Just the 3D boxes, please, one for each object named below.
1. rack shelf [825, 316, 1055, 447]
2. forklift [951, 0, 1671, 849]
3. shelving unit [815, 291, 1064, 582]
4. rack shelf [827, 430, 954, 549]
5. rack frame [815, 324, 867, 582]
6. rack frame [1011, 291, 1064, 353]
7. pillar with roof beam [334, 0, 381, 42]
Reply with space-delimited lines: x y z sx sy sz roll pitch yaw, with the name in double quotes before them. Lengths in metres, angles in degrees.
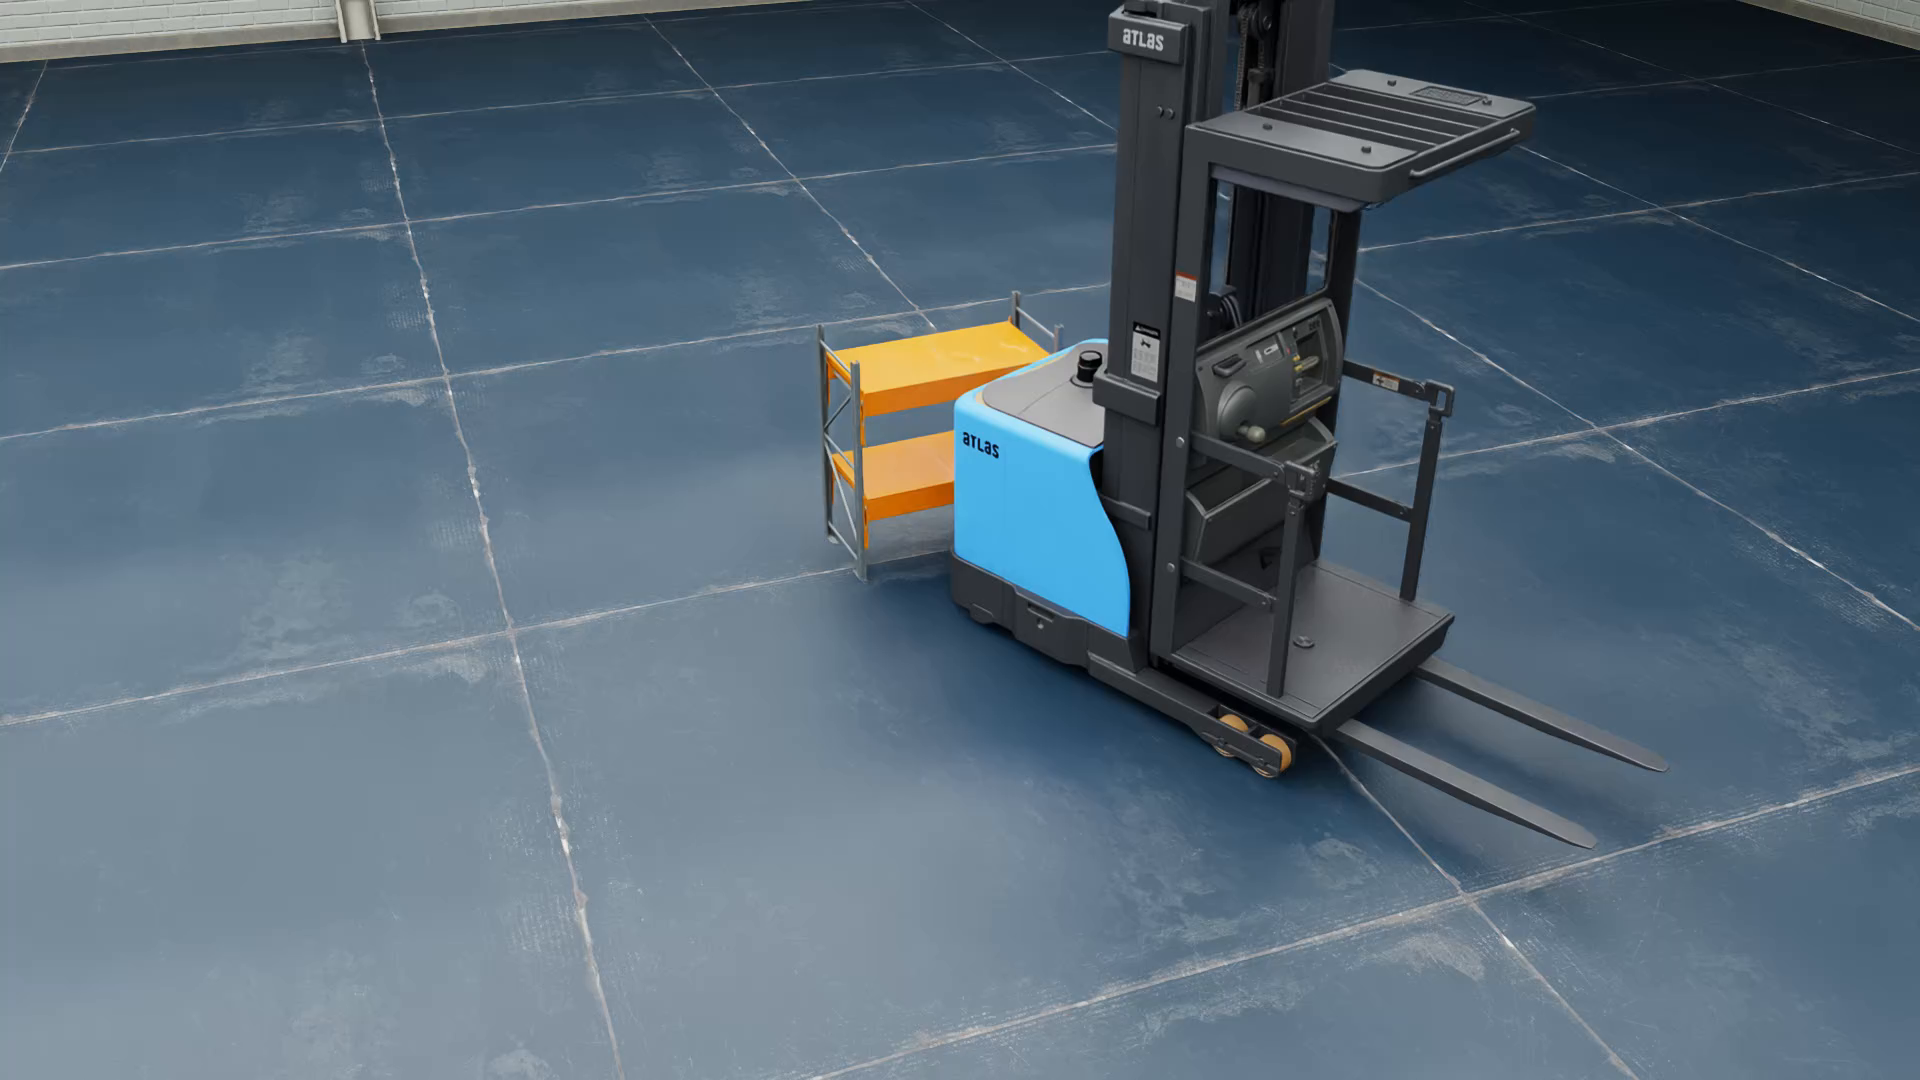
"rack shelf" -0.095 -0.762 7.860 1.000 0.278 0.538 -13 32 -21
"forklift" 1.371 -0.625 6.385 3.031 2.935 1.130 25 38 37
"shelving unit" -0.095 -0.508 8.004 1.048 1.125 0.538 -13 32 -21
"rack shelf" -0.095 -0.295 8.126 1.000 0.278 0.538 -13 32 -21
"rack frame" -0.559 -0.404 7.823 0.032 1.125 0.500 -13 32 -21
"rack frame" 0.368 -0.611 8.186 0.032 1.125 0.500 -13 32 -21
"pillar with roof beam" -4.829 -7.216 11.825 0.400 9.000 9.100 -10 31 -18
